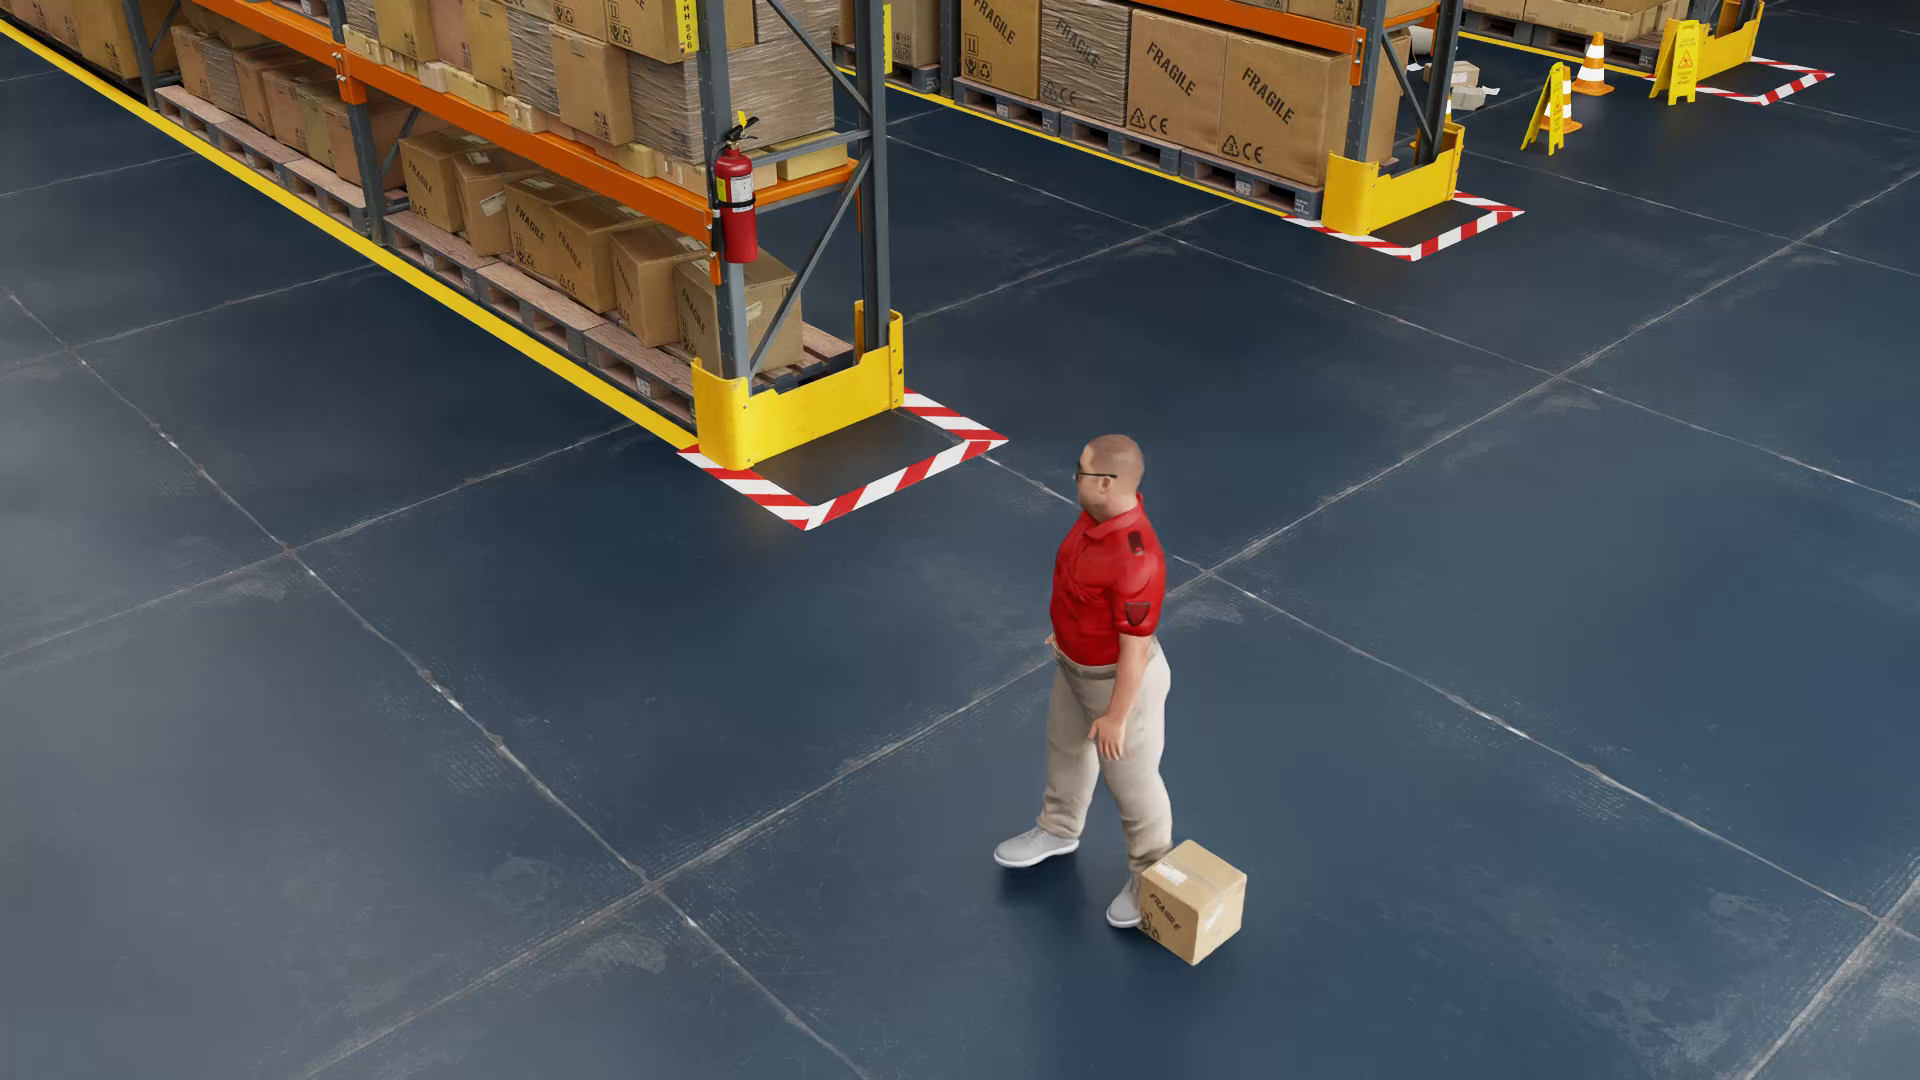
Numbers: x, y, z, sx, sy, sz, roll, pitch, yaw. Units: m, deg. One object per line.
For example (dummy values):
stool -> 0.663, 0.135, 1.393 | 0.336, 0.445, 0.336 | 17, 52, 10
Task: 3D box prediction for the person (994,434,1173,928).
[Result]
person -> 0.423, 0.435, 5.400 | 0.575, 1.725, 0.623 | -8, 32, -13
